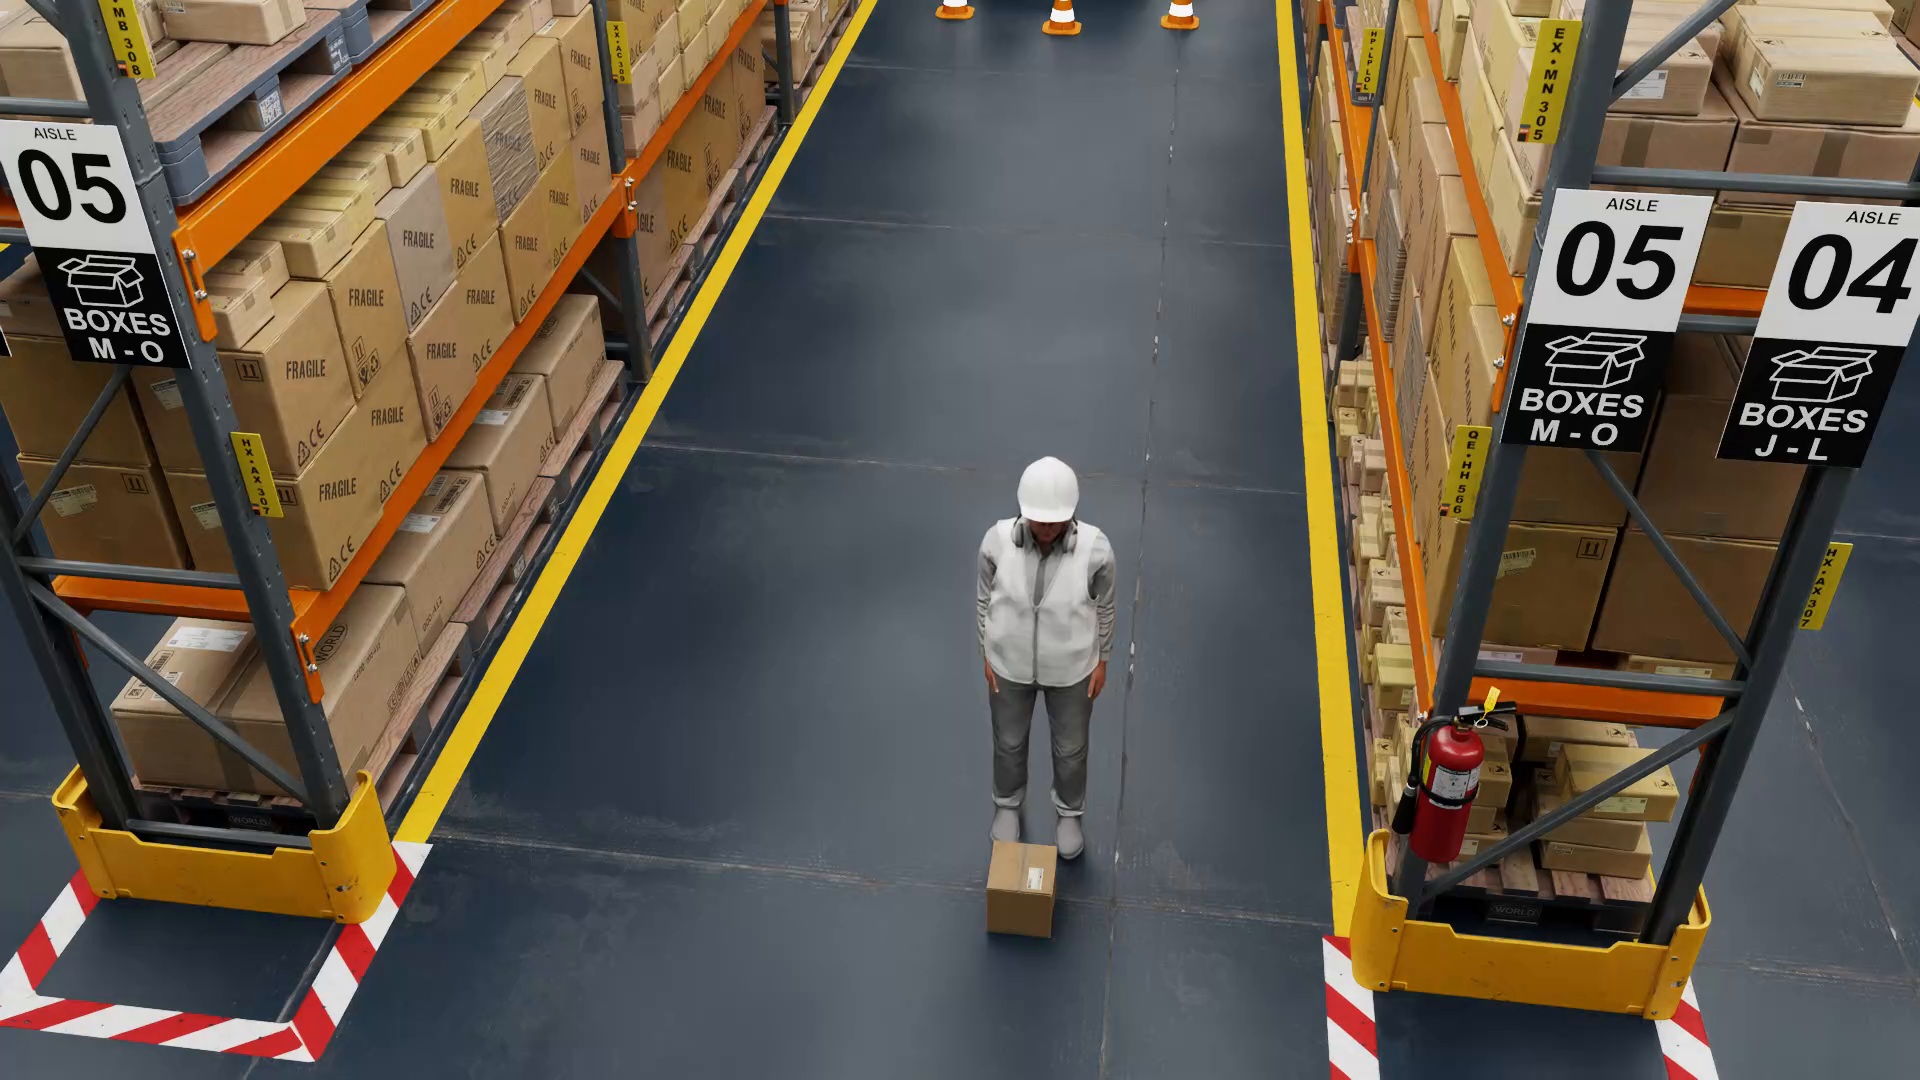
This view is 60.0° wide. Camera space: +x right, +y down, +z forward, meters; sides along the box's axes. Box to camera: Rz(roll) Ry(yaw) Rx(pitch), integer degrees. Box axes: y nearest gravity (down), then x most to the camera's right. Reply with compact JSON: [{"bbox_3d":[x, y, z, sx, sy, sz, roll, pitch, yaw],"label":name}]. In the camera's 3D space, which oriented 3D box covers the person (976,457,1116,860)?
[{"bbox_3d":[0.316,0.464,6.373,0.531,1.776,0.376,5,36,7],"label":"person"}]
